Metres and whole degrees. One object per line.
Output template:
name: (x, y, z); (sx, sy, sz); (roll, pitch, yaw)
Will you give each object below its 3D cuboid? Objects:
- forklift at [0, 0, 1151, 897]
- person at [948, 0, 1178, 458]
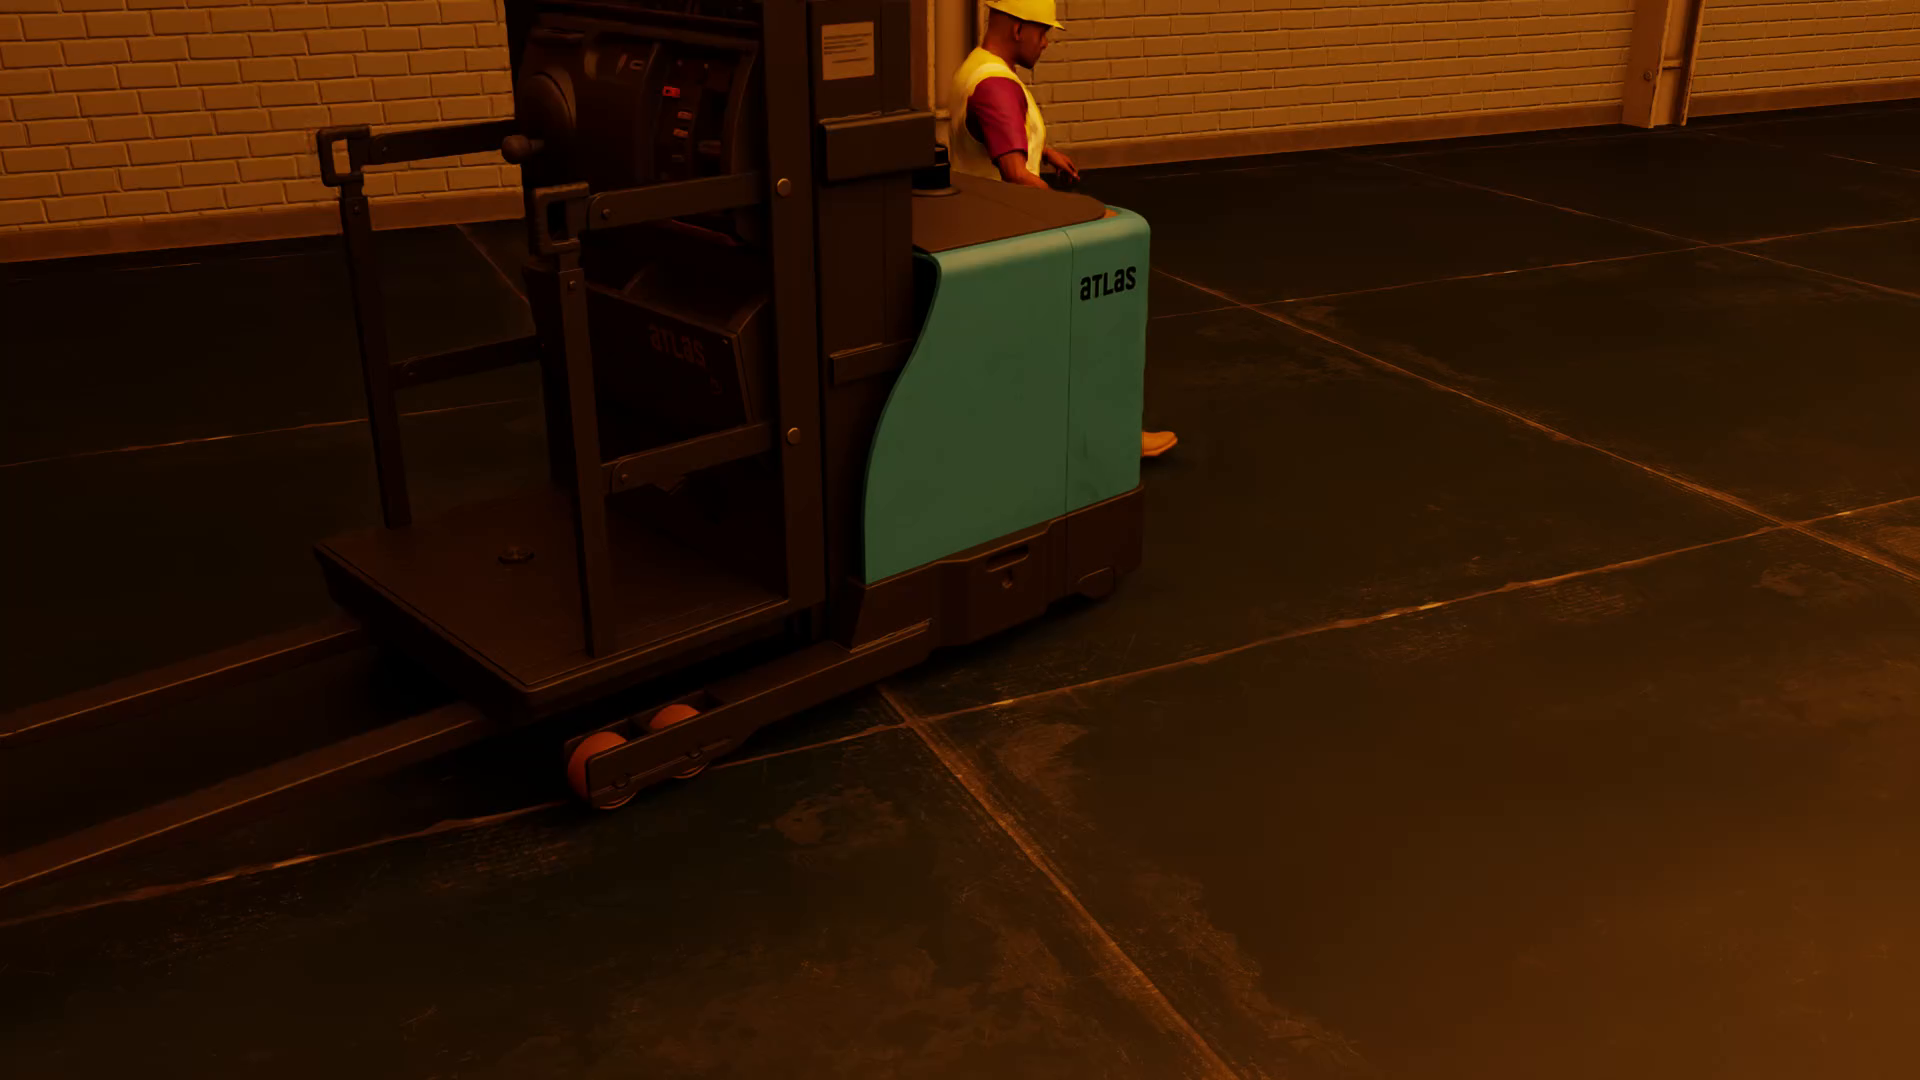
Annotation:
forklift: (-0.908, -0.985, 3.656); (3.031, 2.935, 1.130); (-19, 29, -38)
person: (0.246, -1.136, 5.842); (0.913, 1.625, 1.030); (-3, 23, -6)
